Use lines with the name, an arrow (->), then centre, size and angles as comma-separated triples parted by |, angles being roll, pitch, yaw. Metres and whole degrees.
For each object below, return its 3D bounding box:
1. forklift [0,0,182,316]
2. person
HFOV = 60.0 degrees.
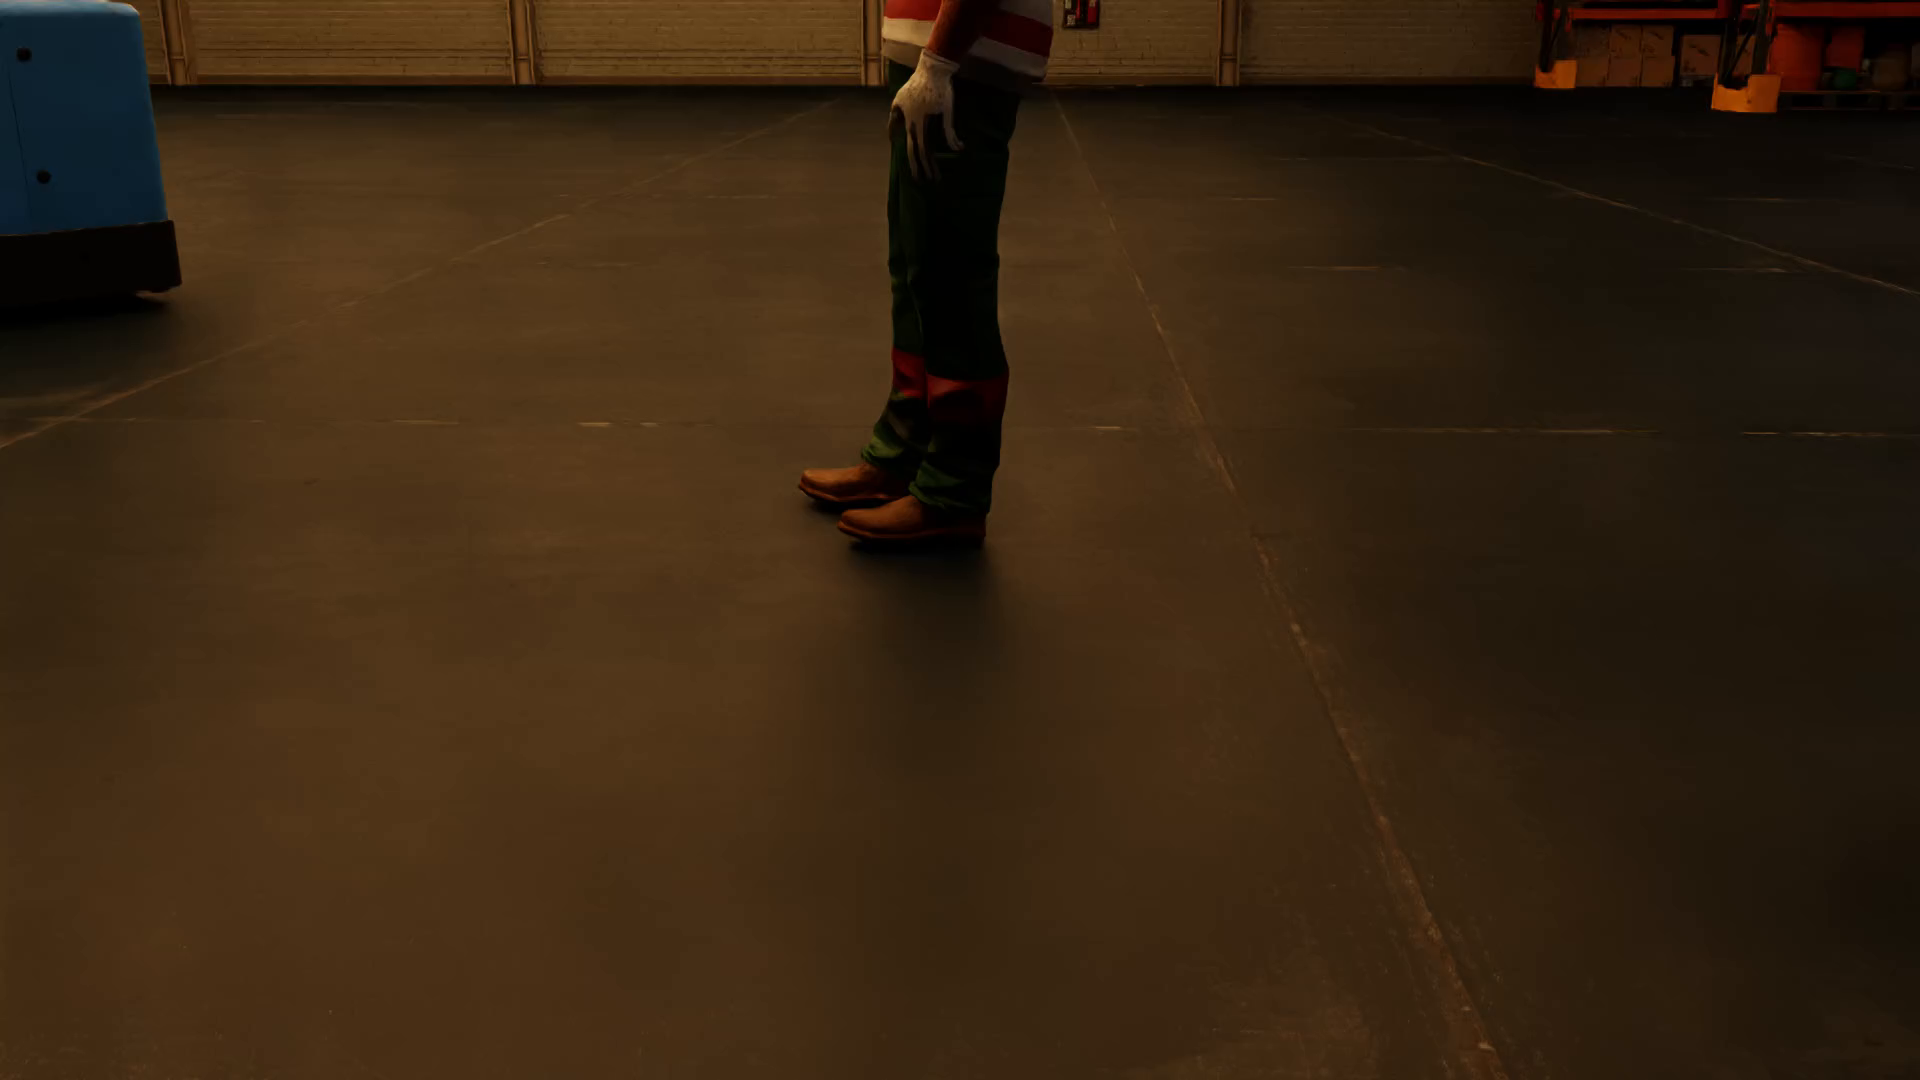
forklift -> -4.367, -2.437, 6.278 | 3.031, 2.935, 1.130 | 13, 22, 36
person -> -0.080, -0.865, 3.118 | 0.563, 1.787, 0.637 | 1, 17, 2
